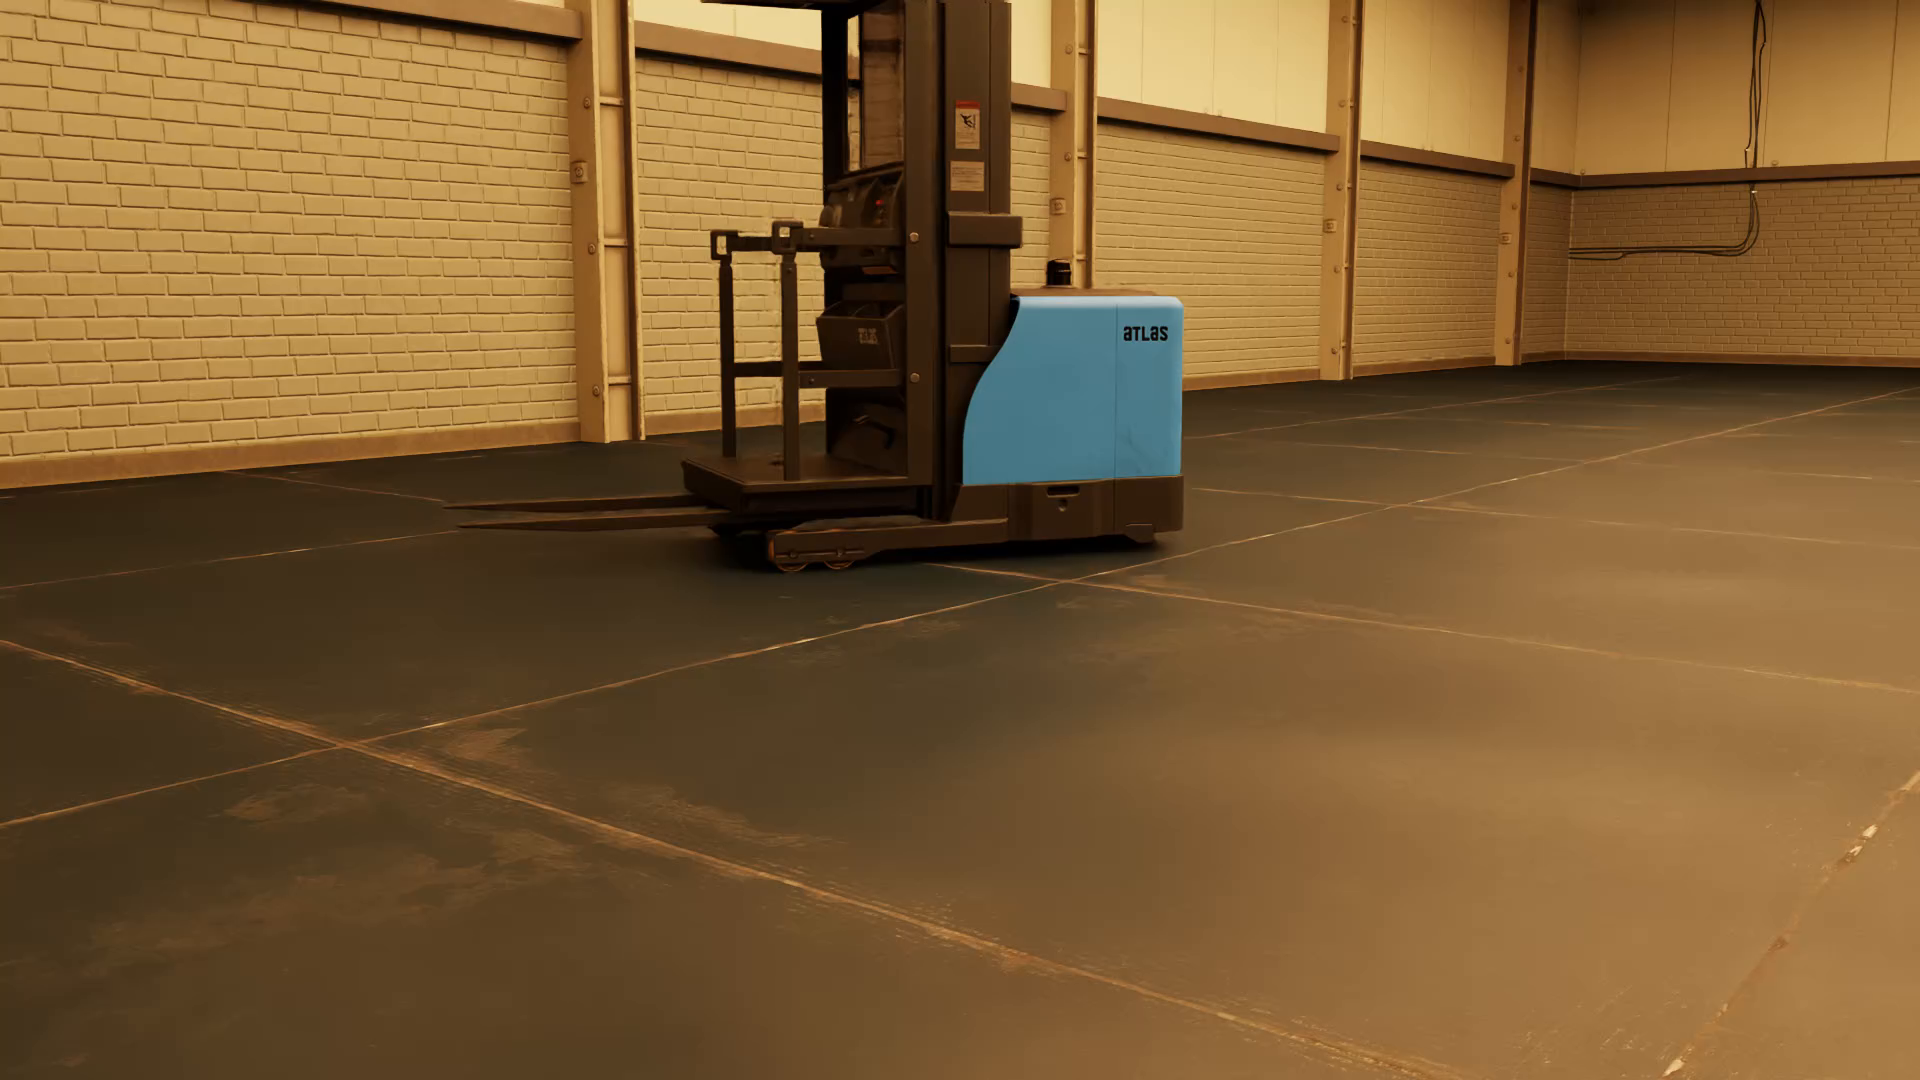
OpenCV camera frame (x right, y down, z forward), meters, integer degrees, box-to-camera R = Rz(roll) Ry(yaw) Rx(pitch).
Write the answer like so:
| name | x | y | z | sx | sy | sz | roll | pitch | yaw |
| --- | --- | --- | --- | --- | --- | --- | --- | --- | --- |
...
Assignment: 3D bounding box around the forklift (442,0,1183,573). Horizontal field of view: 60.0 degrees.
| name | x | y | z | sx | sy | sz | roll | pitch | yaw |
| --- | --- | --- | --- | --- | --- | --- | --- | --- | --- |
| forklift | -0.600 | -1.409 | 6.908 | 3.031 | 2.935 | 1.130 | -3 | 9 | -22 |
